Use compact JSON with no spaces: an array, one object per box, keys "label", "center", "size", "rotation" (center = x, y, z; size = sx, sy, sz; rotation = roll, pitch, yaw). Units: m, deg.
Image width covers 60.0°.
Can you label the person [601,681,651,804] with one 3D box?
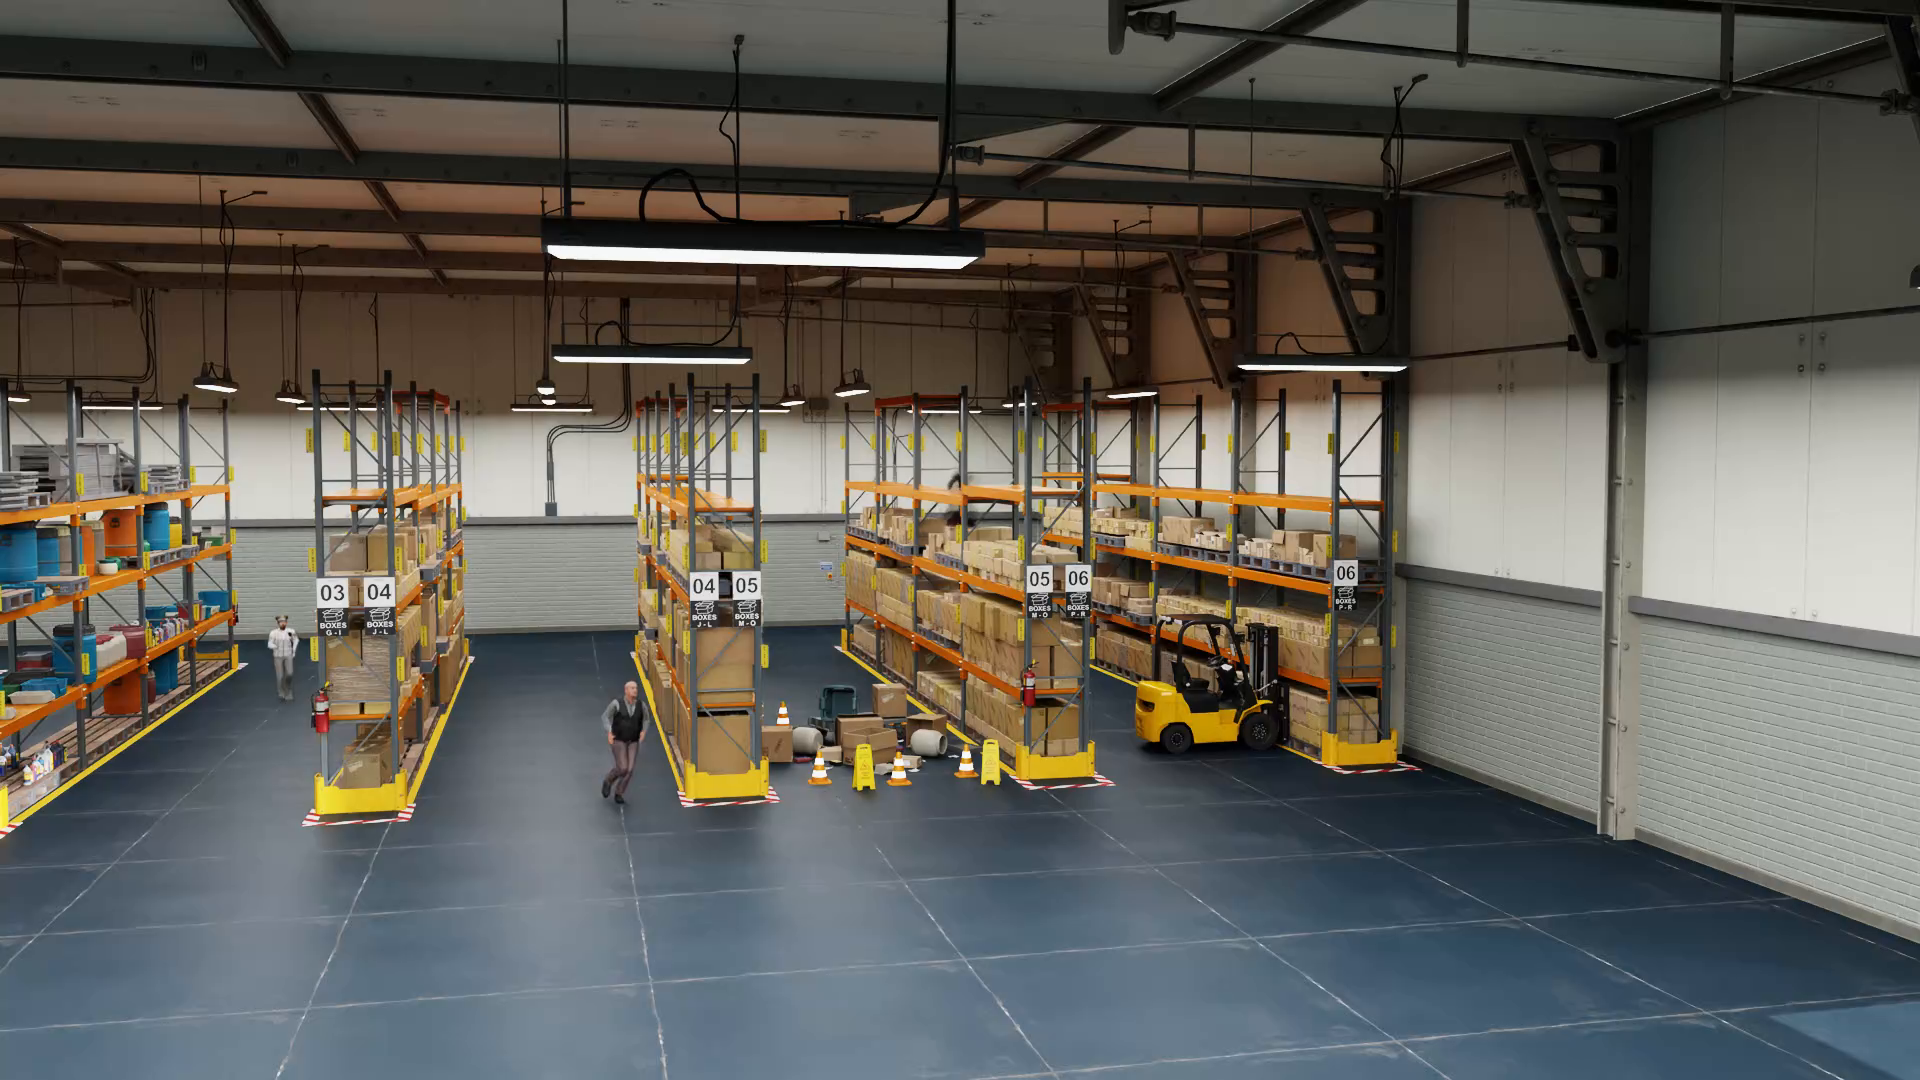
[{"label":"person","center":[-4.655,2.828,23.322],"size":[0.681,1.685,0.546],"rotation":[-2,4,-33]}]

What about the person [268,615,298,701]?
[{"label":"person","center":[-13.200,2.300,32.452],"size":[0.564,1.696,0.691],"rotation":[-1,4,-24]}]
